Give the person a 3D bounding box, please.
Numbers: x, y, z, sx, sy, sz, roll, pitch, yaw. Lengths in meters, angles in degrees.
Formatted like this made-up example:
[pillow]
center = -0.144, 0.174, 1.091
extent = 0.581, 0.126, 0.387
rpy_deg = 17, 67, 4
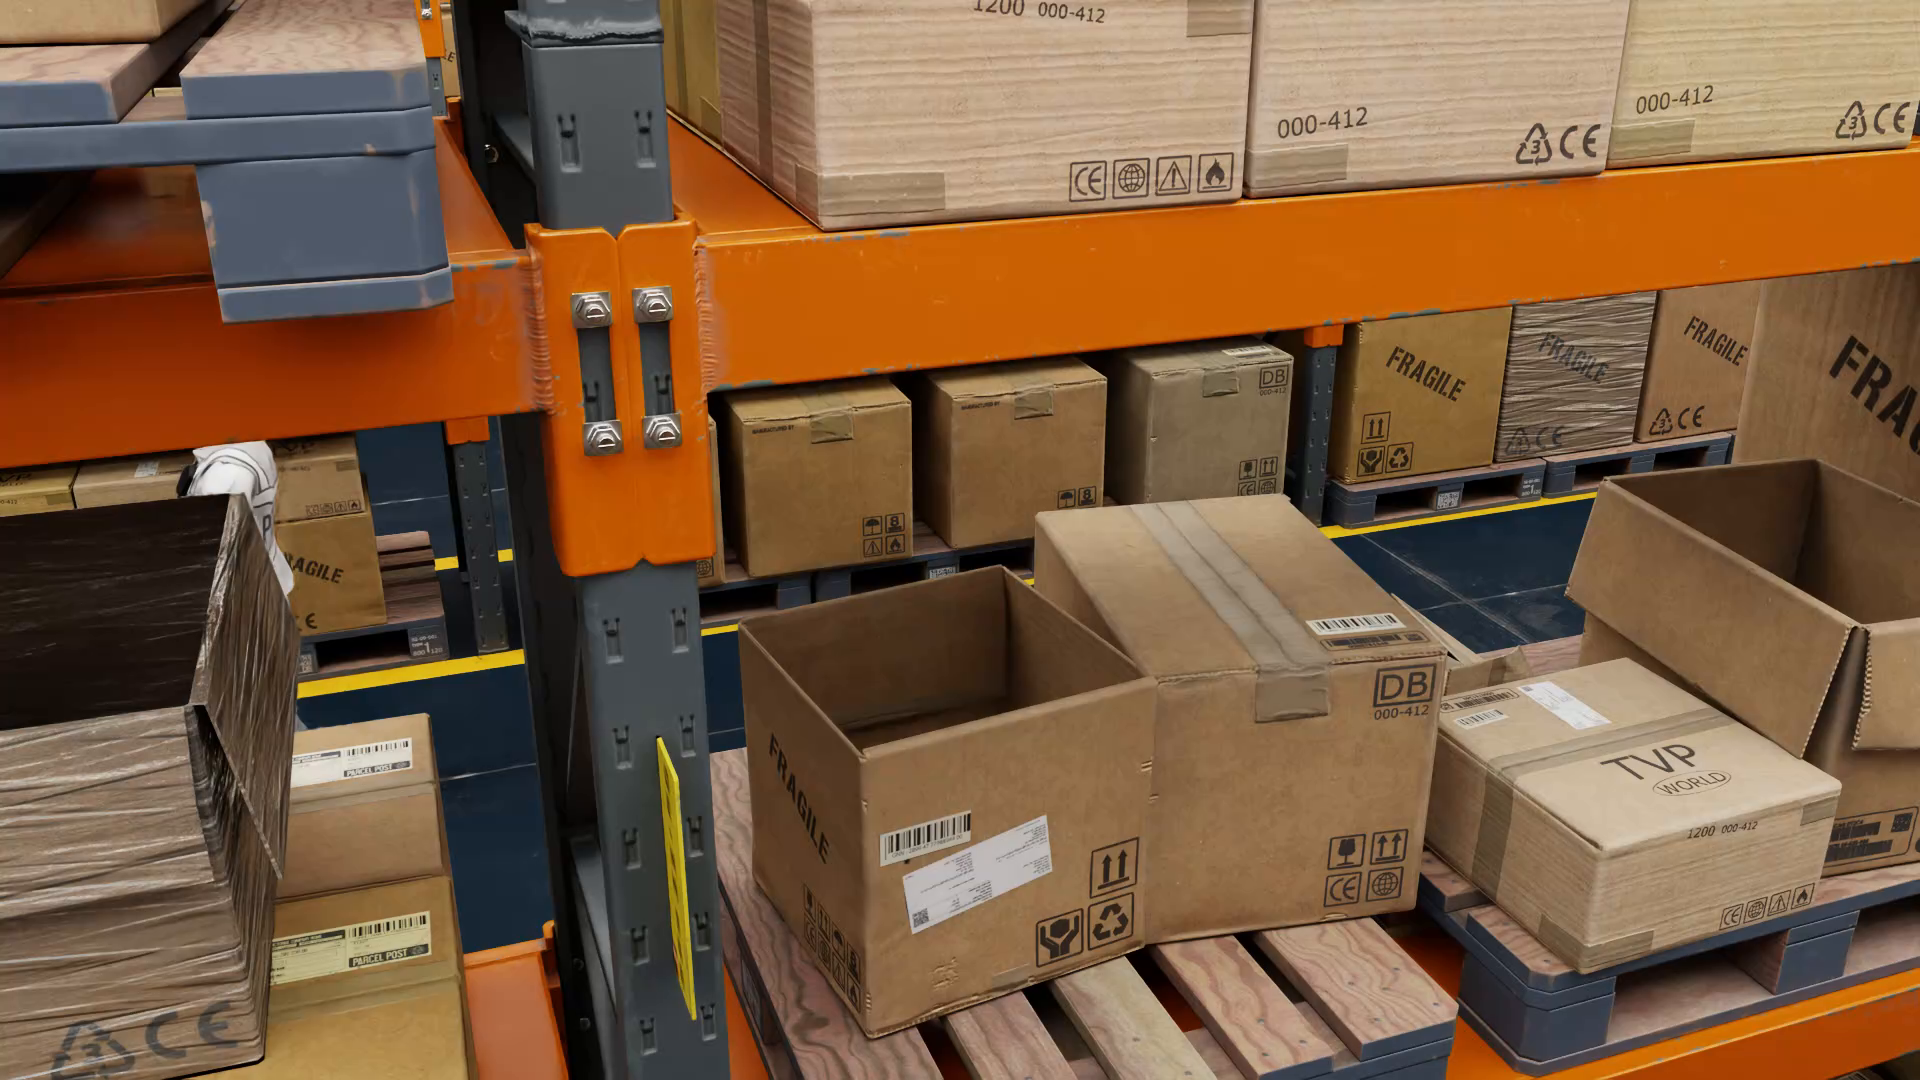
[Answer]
[person]
center = -2.421, 0.218, 5.501
extent = 0.431, 1.706, 0.454
rpy_deg = -7, 24, -17
